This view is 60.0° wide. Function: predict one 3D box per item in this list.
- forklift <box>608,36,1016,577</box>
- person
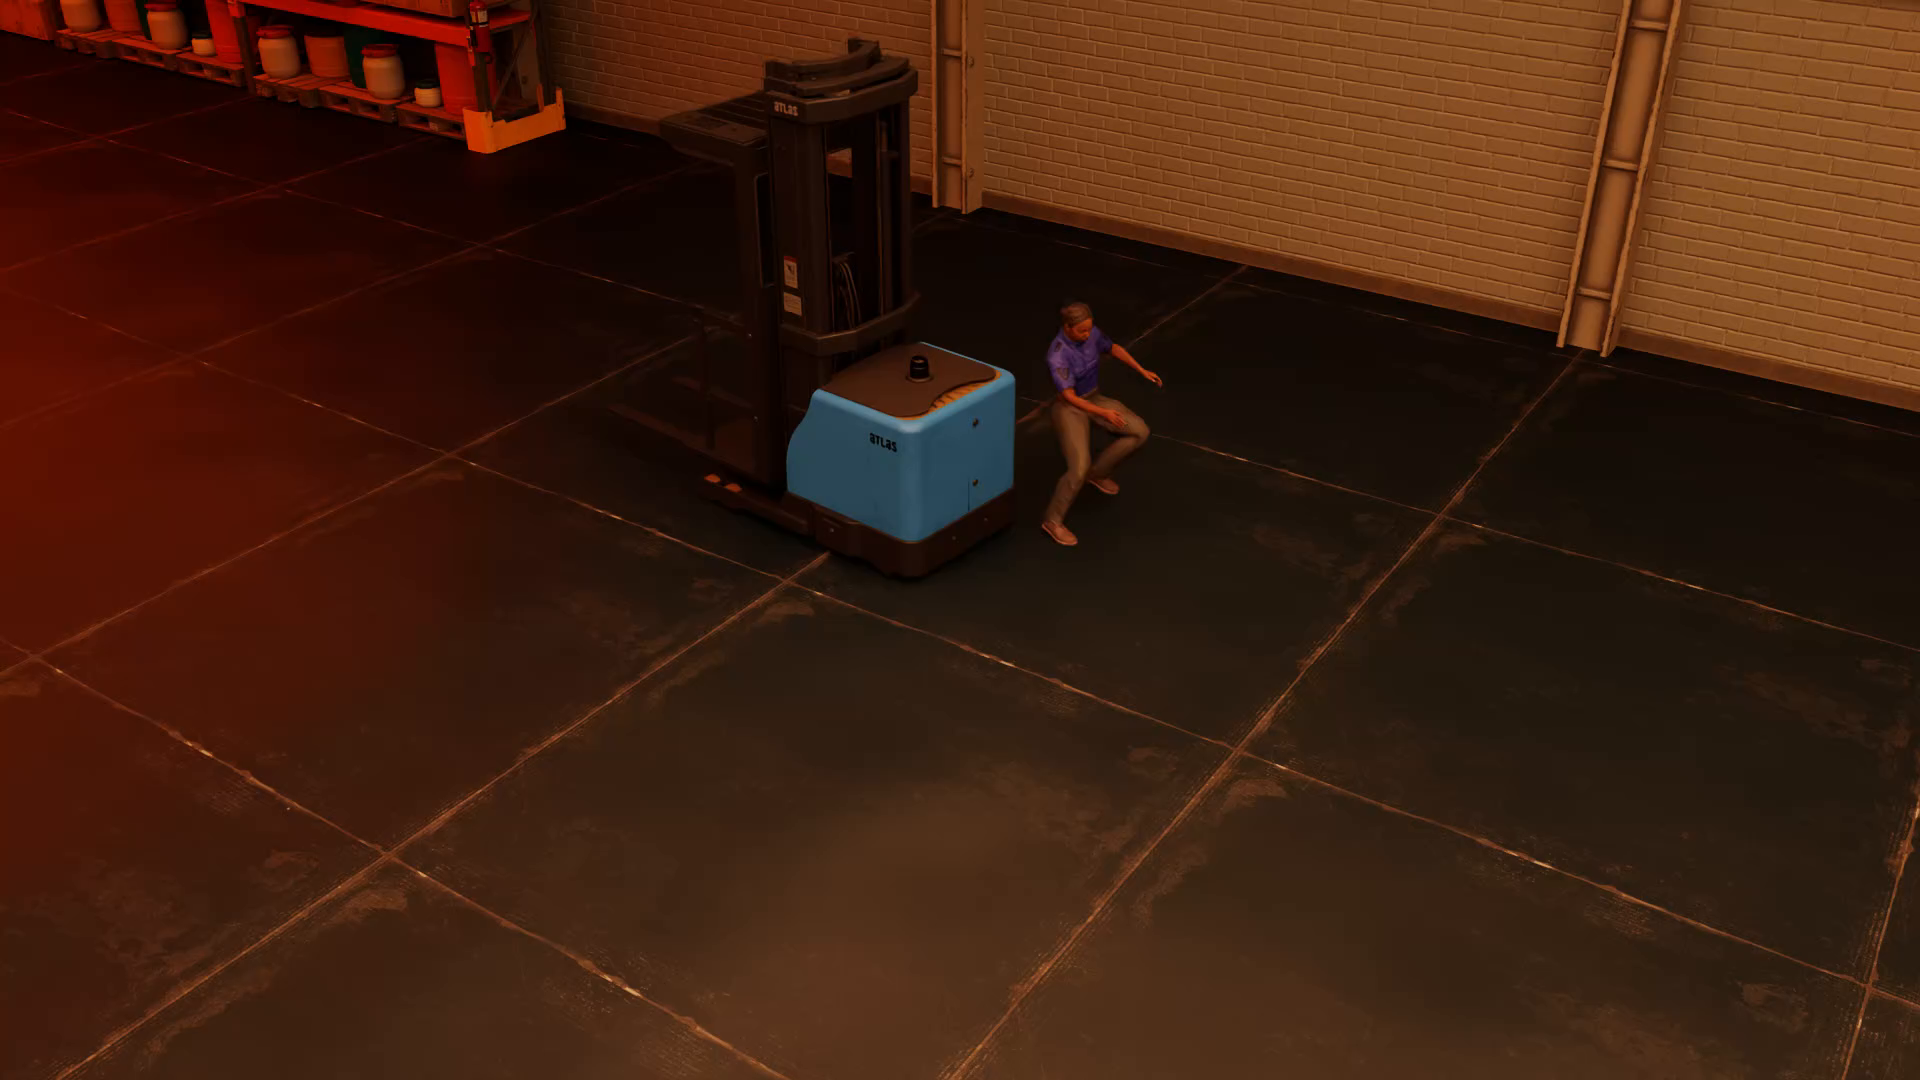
[{"bbox_3d":[-1.099,-1.648,10.420,3.031,2.935,1.130,23,37,34],"label":"forklift"},{"bbox_3d":[0.866,-0.775,10.394,0.718,1.450,0.842,26,39,37],"label":"person"}]
